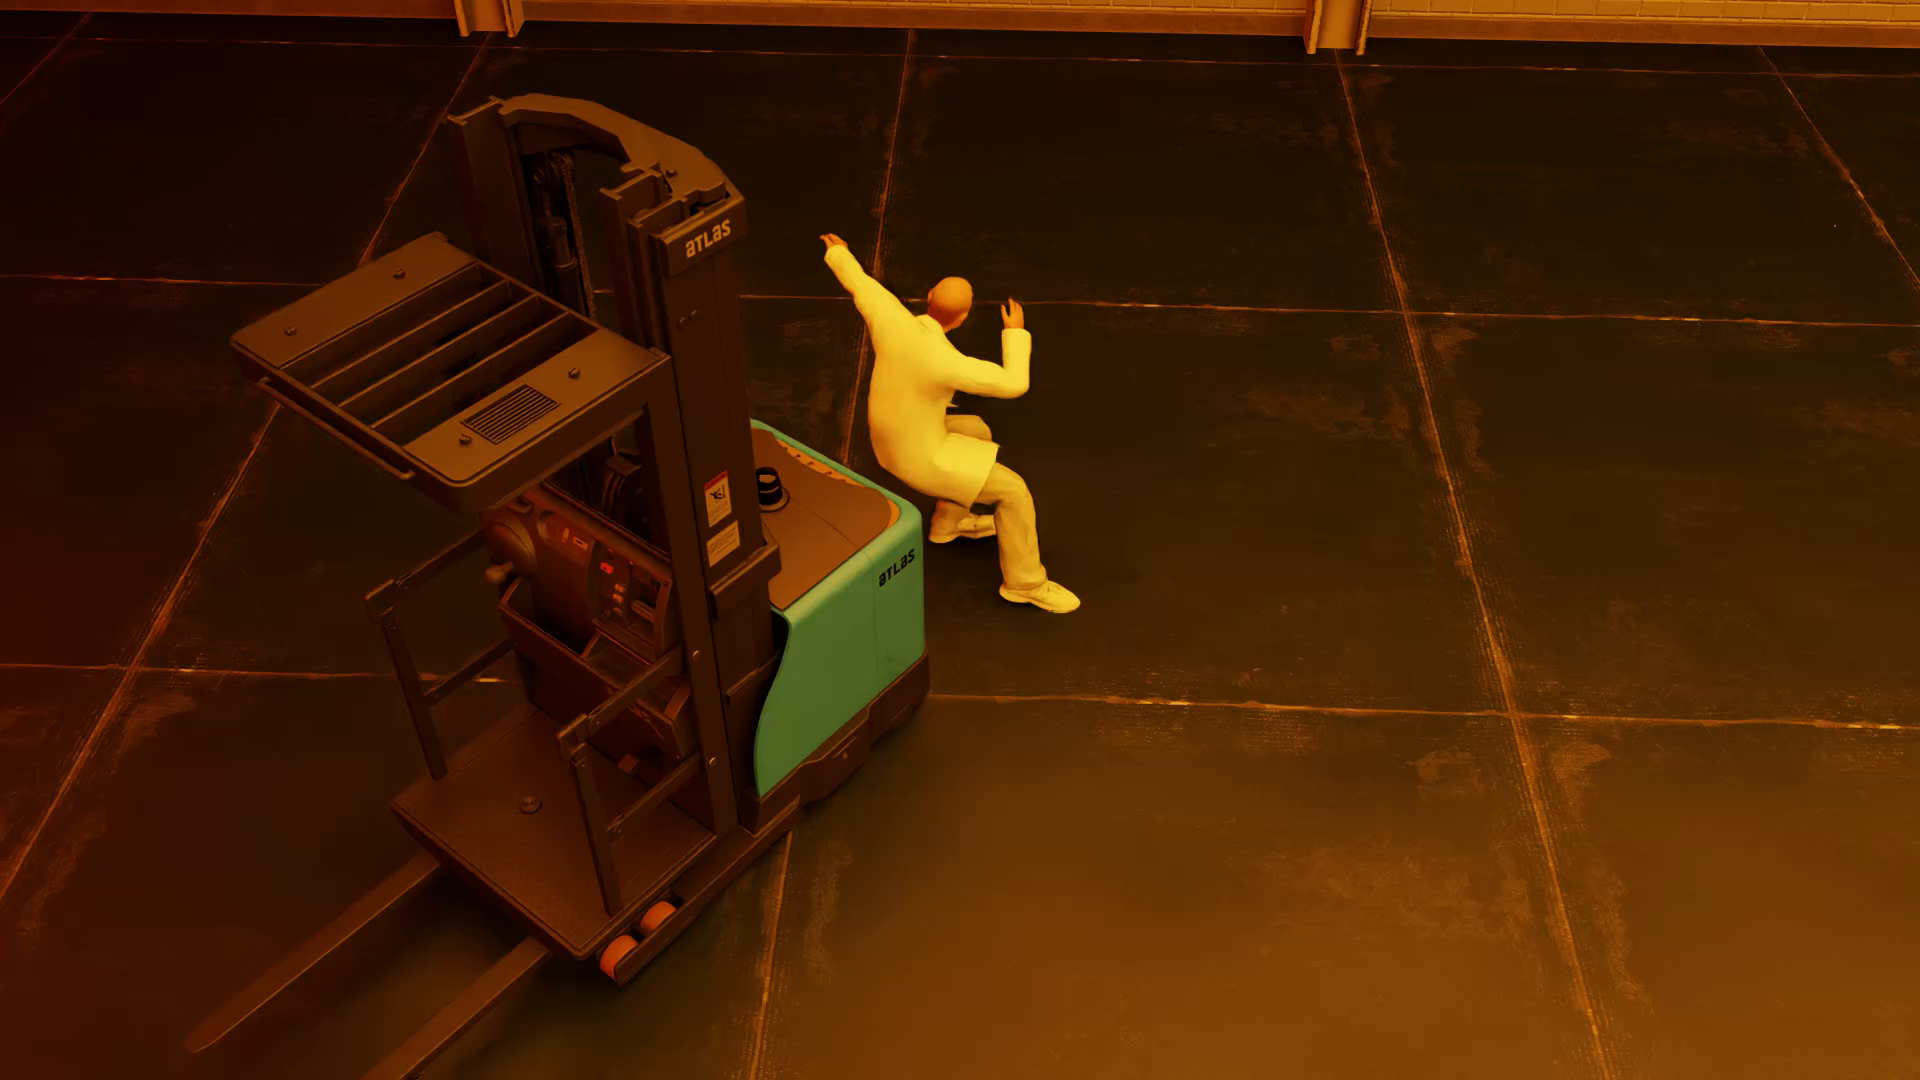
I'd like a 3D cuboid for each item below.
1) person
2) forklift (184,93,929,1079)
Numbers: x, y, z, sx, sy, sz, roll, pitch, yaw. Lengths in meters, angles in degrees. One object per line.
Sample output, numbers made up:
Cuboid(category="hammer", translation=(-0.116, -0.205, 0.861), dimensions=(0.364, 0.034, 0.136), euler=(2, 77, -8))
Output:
Cuboid(category="person", translation=(-0.086, -0.597, 7.504), dimensions=(0.774, 1.470, 1.644), euler=(-27, 49, -26))
Cuboid(category="forklift", translation=(-1.449, 0.157, 5.570), dimensions=(1.130, 2.935, 3.031), euler=(29, 50, 28))
